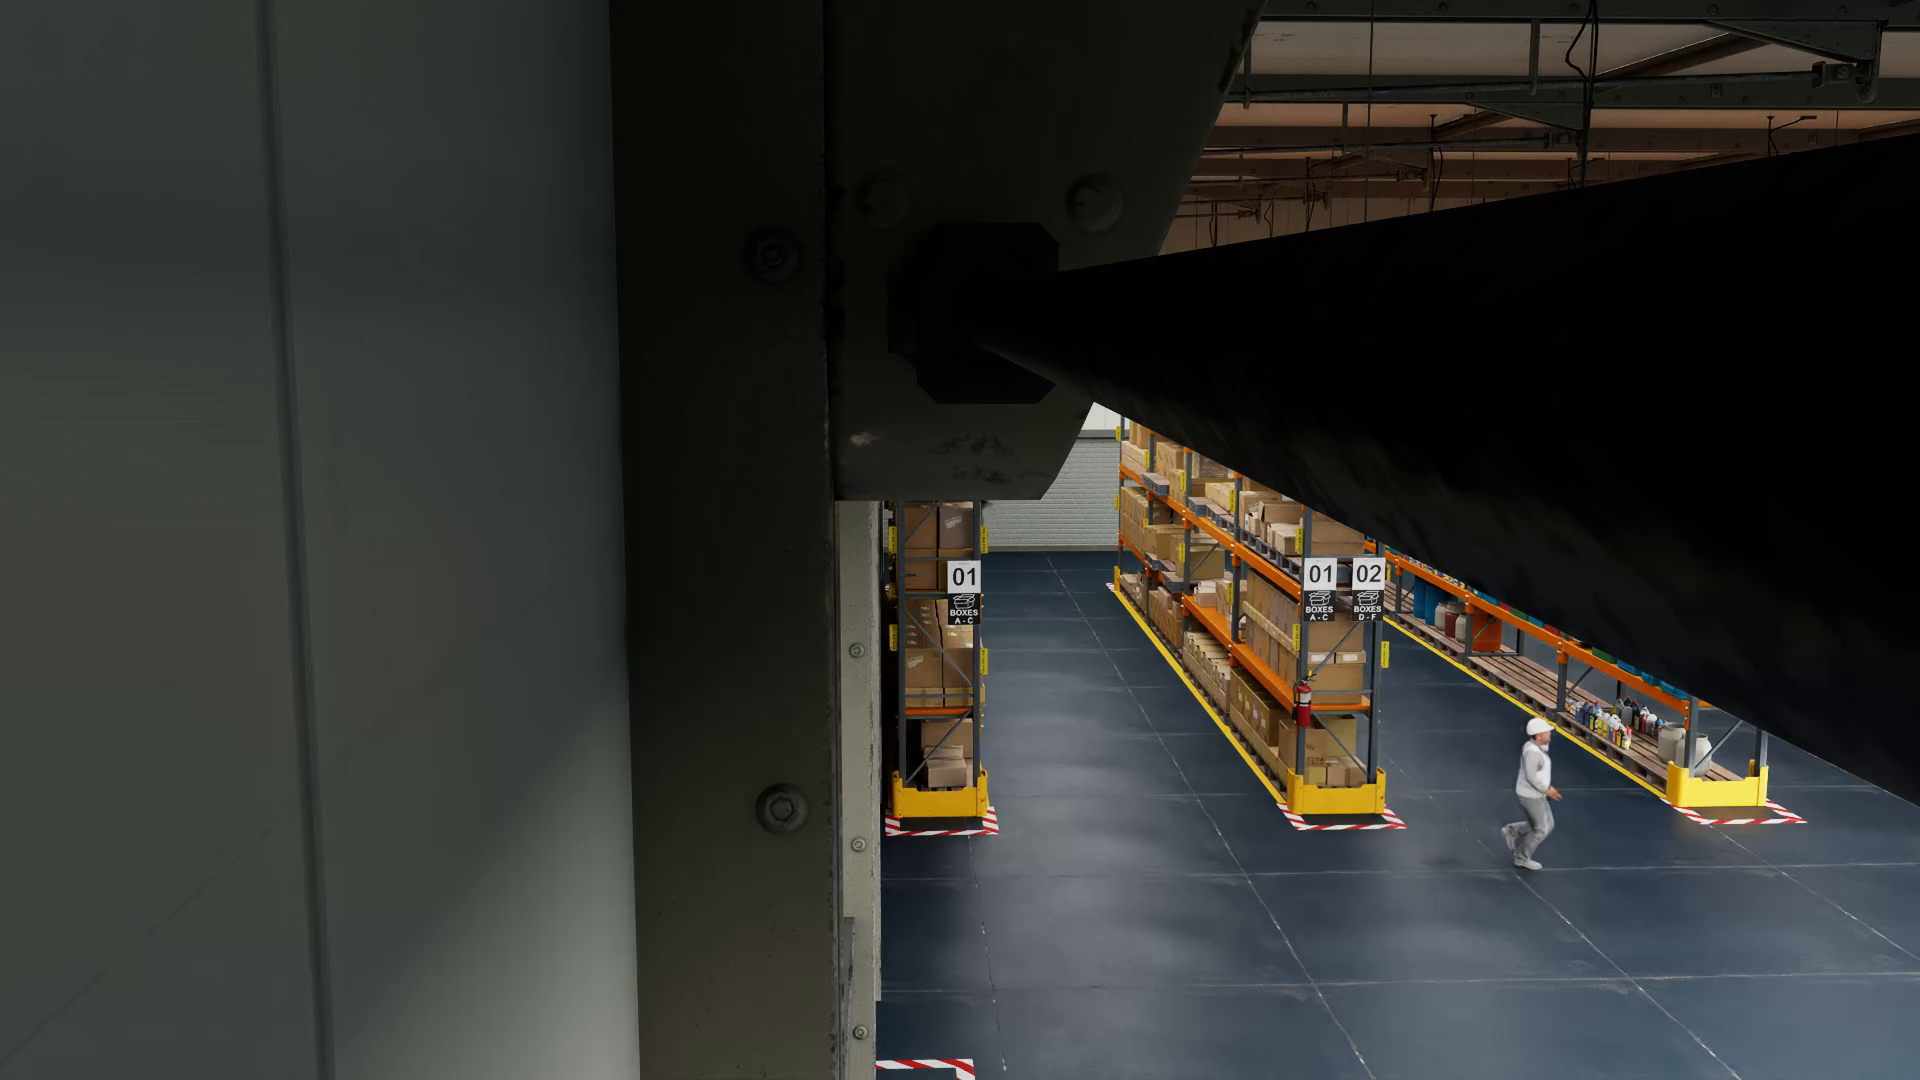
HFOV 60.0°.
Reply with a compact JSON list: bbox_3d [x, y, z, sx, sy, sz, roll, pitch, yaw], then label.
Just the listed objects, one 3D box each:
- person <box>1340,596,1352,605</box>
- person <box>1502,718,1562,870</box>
[{"bbox_3d":[6.824,1.307,29.260,0.589,1.688,0.830,-1,8,-8],"label":"person"},{"bbox_3d":[6.402,2.825,18.596,0.619,1.722,0.636,3,9,20],"label":"person"}]
